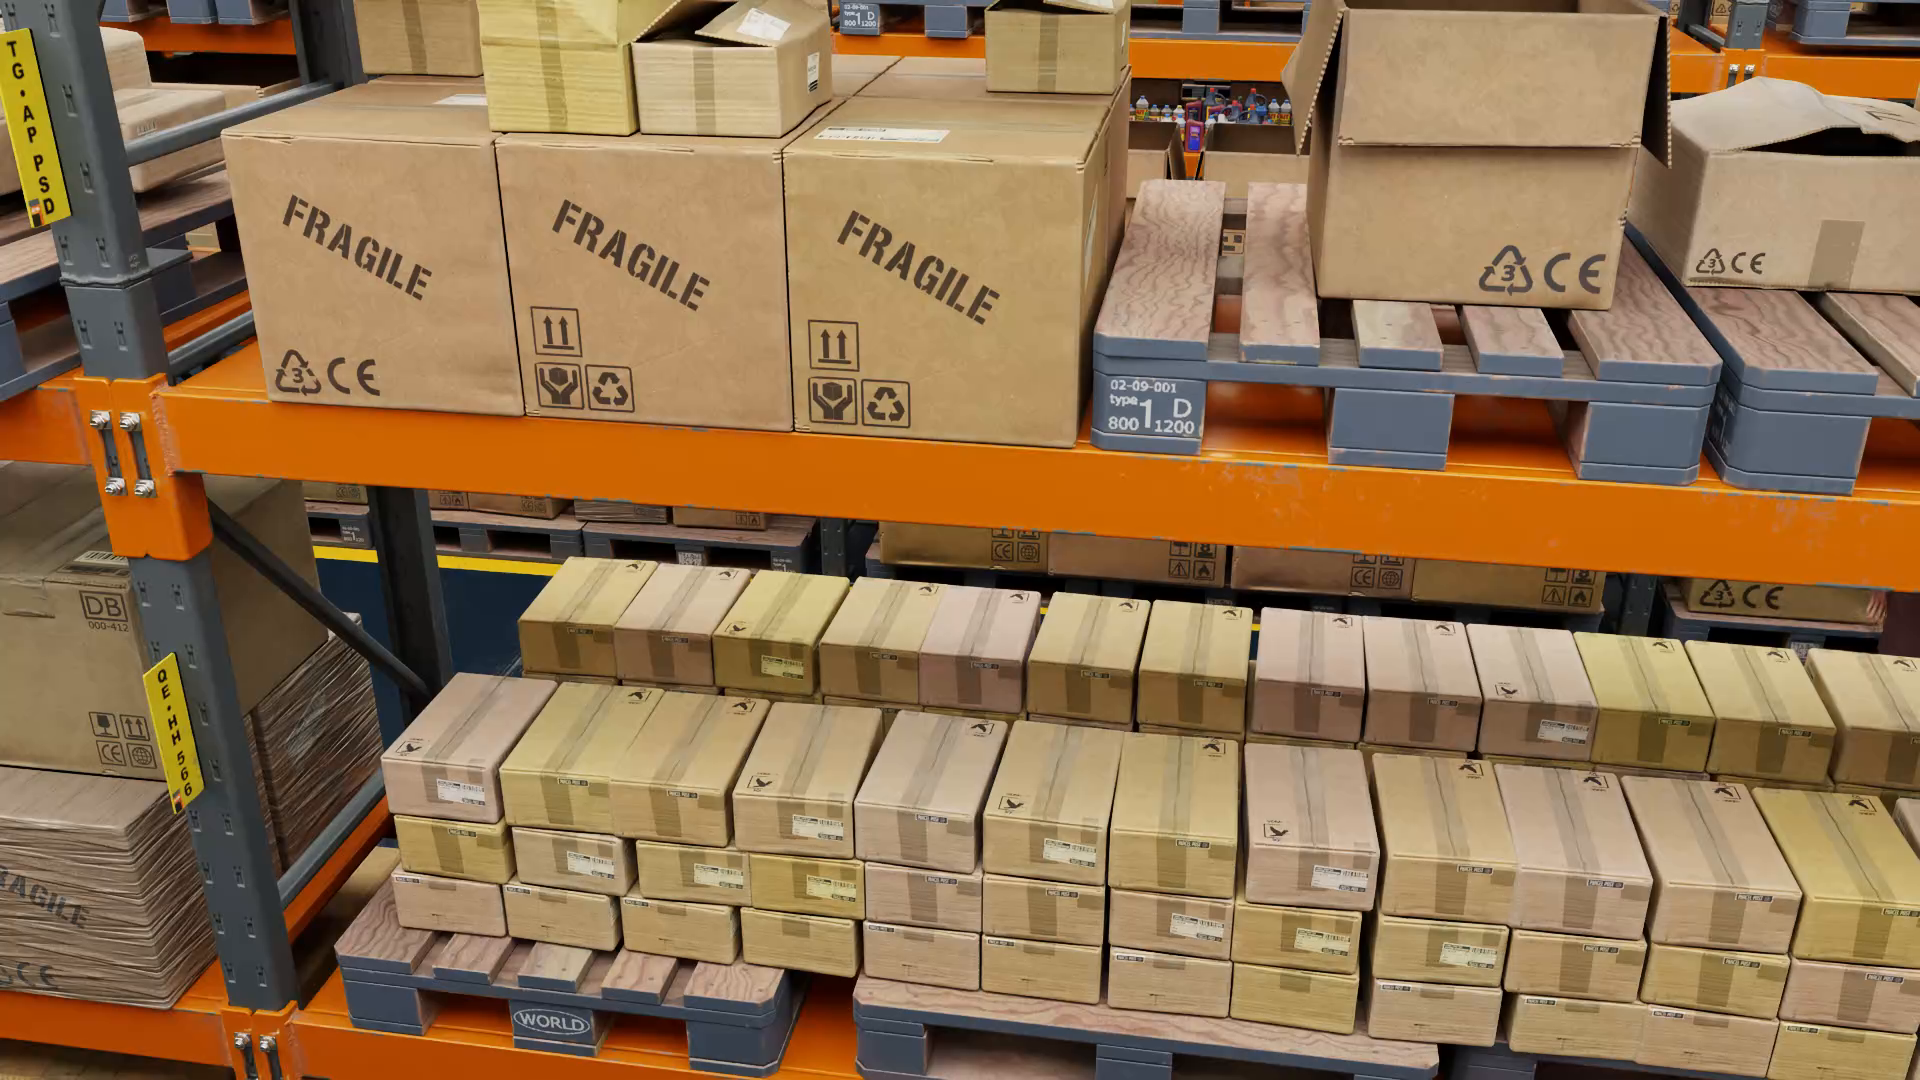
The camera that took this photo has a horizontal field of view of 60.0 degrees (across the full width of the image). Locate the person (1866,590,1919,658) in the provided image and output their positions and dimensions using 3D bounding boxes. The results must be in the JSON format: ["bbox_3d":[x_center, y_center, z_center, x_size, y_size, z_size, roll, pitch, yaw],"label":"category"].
[{"bbox_3d":[3.803,0.245,6.577,0.969,1.748,0.574,4,25,8],"label":"person"}]
